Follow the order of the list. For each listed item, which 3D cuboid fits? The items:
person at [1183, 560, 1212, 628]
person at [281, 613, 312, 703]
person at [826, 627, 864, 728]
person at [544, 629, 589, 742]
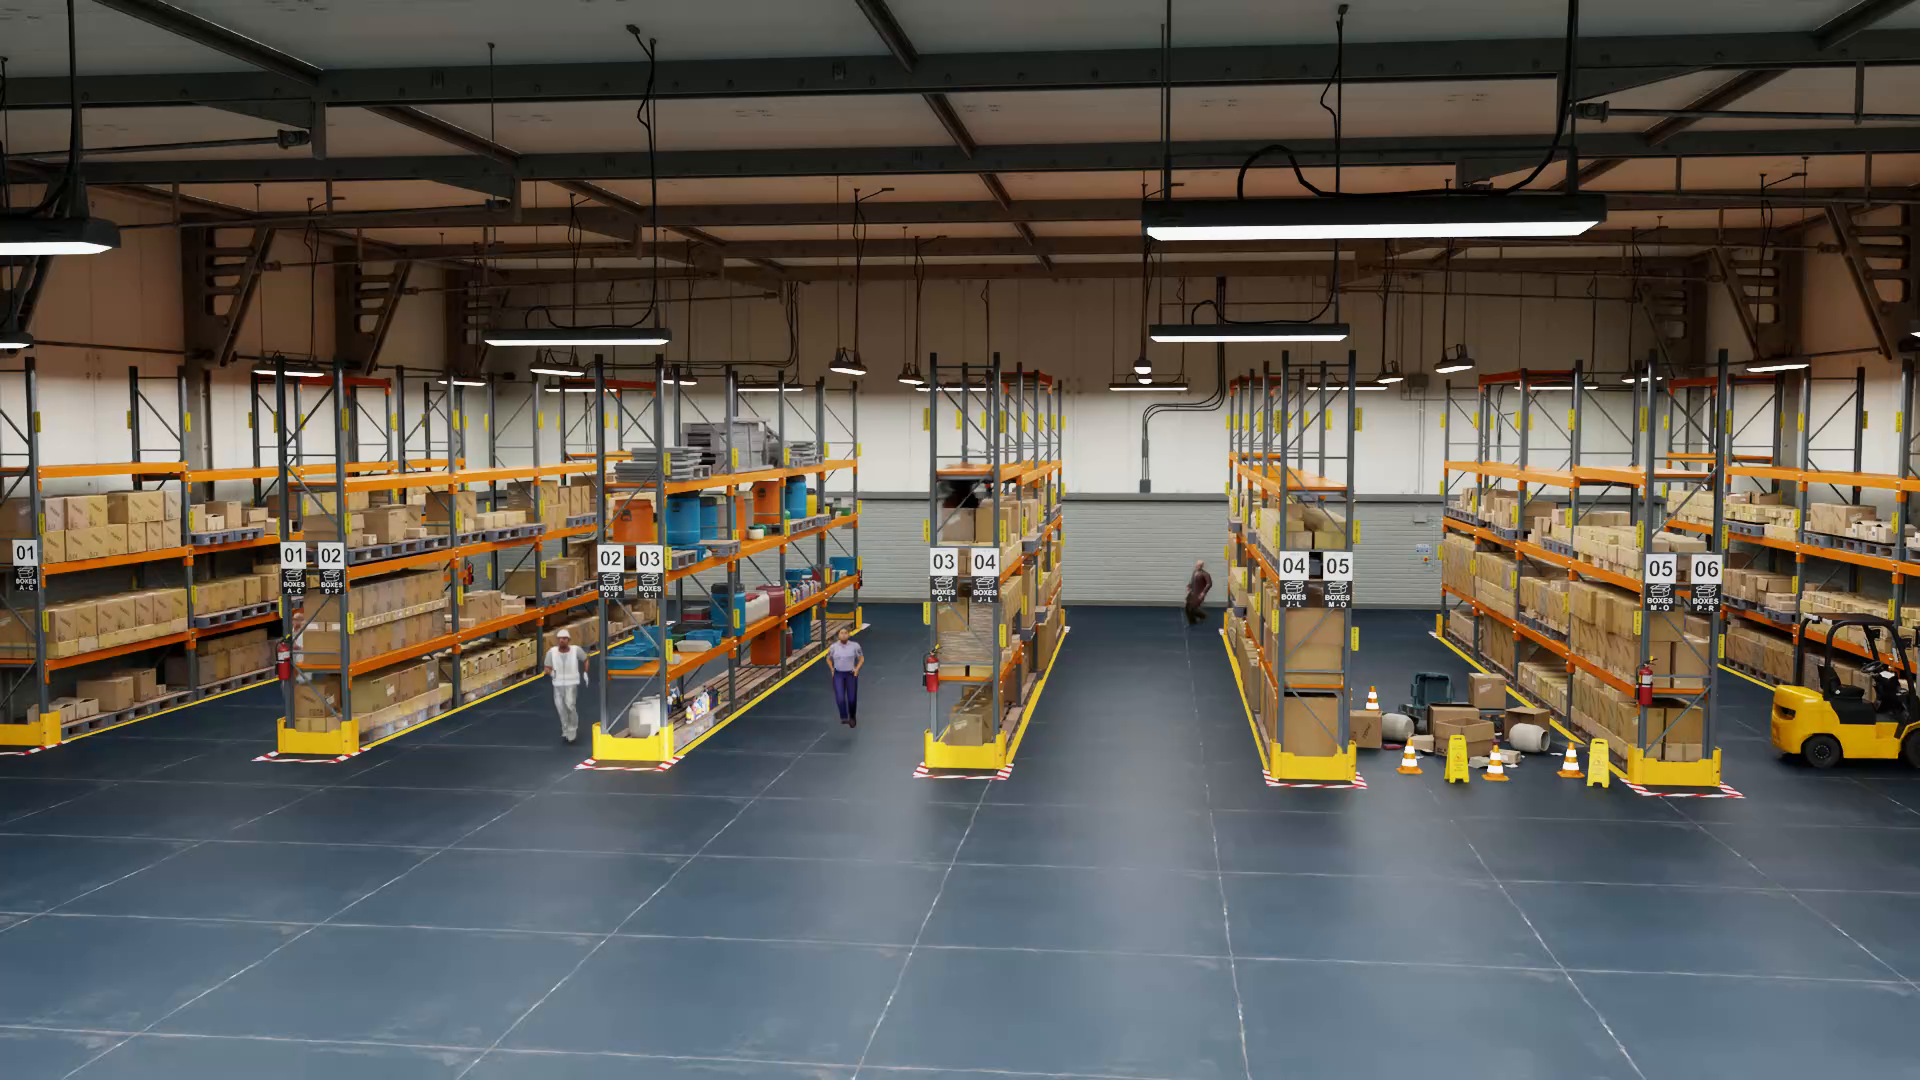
[{"bbox_3d":[5.830,1.326,40.388,0.613,1.699,0.799,-2,4,-24],"label":"person"},{"bbox_3d":[-11.115,2.144,27.895,0.682,1.841,0.801,0,4,5],"label":"person"},{"bbox_3d":[-1.804,2.173,26.036,0.586,1.610,0.495,0,4,0],"label":"person"},{"bbox_3d":[-6.157,2.279,25.980,0.662,1.774,0.785,0,4,-1],"label":"person"}]
